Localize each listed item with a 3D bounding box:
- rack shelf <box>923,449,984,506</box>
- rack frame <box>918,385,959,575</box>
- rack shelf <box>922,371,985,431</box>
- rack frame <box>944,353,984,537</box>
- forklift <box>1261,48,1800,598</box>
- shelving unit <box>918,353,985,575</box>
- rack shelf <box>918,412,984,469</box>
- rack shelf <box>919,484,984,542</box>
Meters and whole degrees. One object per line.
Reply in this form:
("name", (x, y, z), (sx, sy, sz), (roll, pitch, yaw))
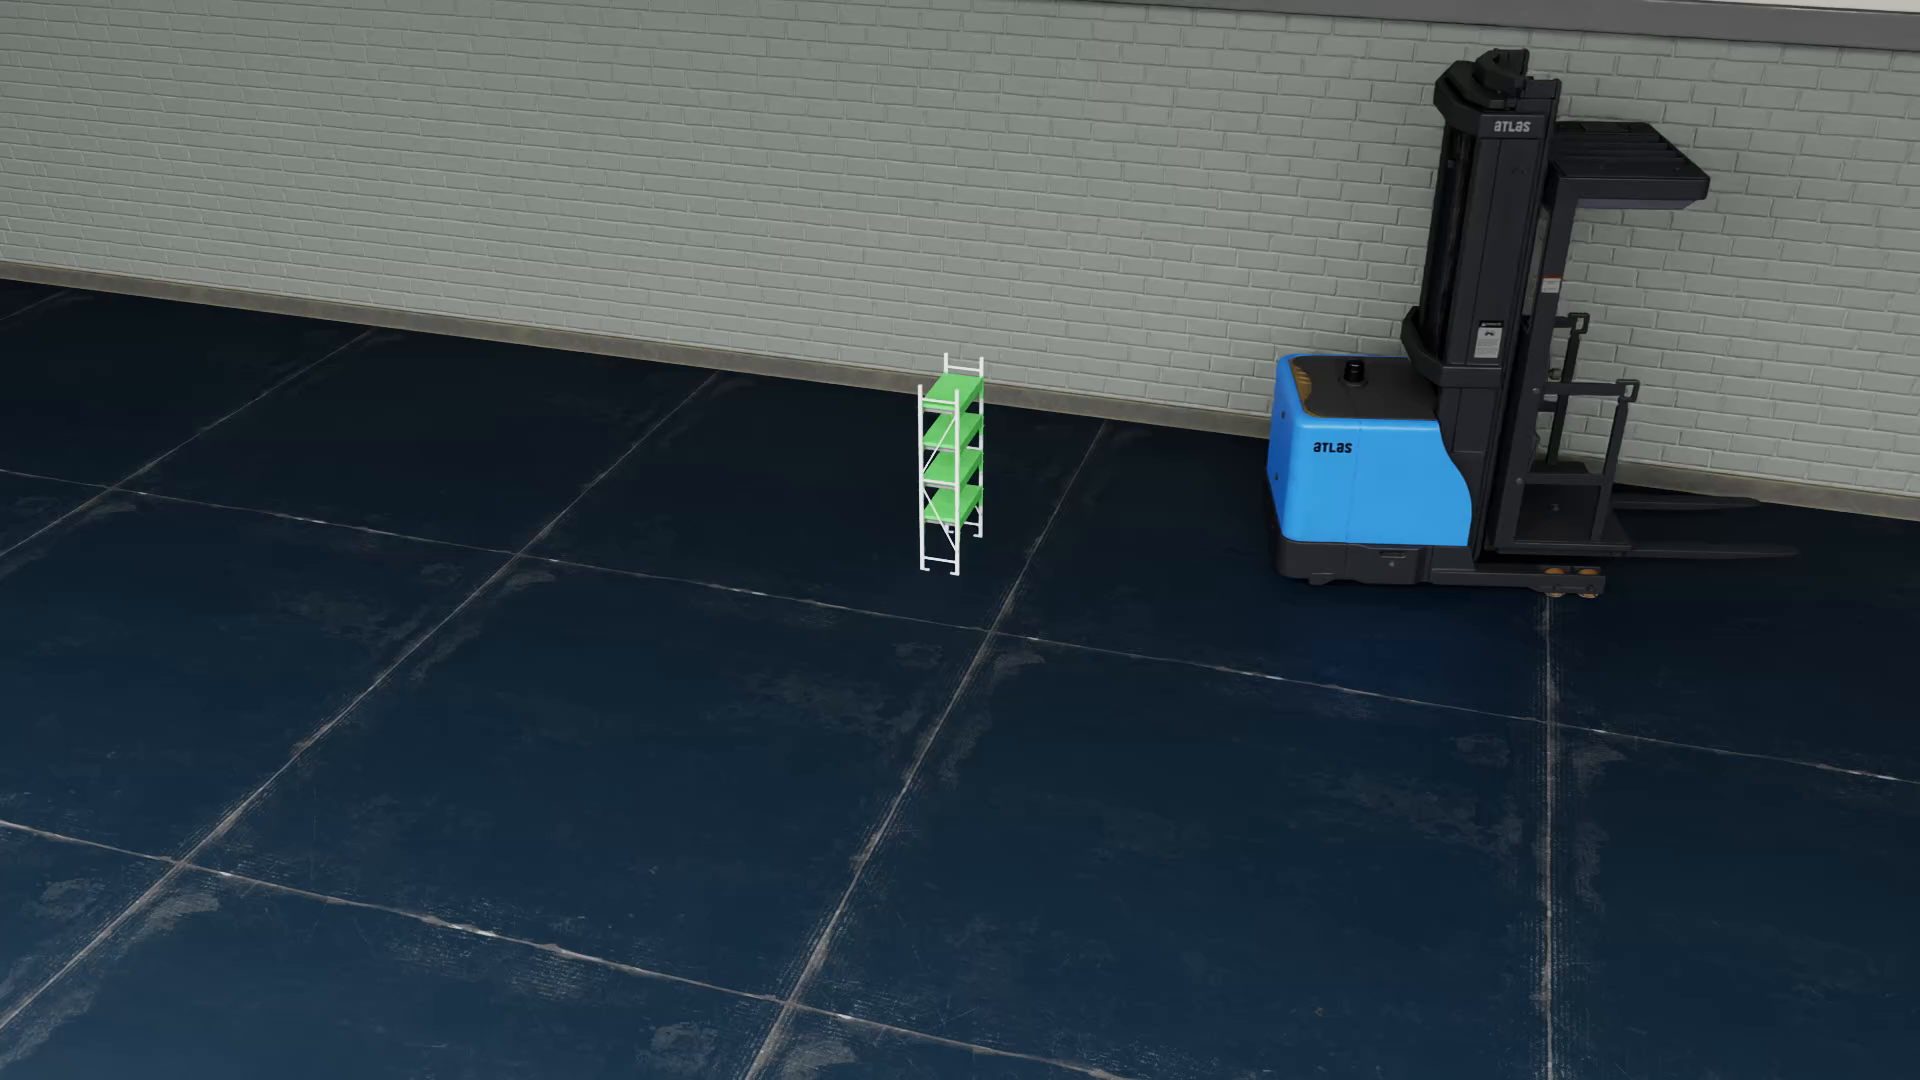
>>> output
("rack shelf", (-0.049, -0.392, 9.886), (0.258, 0.148, 0.480), (8, 30, 15))
("rack frame", (-0.120, -0.334, 9.651), (0.240, 1.200, 0.015), (8, 30, 15))
("rack shelf", (-0.049, -0.811, 9.653), (0.258, 0.148, 0.480), (8, 30, 15))
("rack frame", (0.023, -0.561, 10.059), (0.240, 1.200, 0.015), (8, 30, 15))
("forklift", (3.402, -1.210, 9.446), (3.031, 2.935, 1.130), (2, 29, 3))
("shelving unit", (-0.049, -0.447, 9.855), (0.258, 1.200, 0.503), (8, 30, 15))
("rack shelf", (-0.049, -0.601, 9.770), (0.258, 0.148, 0.480), (8, 30, 15))
("rack shelf", (-0.049, -0.182, 10.003), (0.258, 0.148, 0.480), (8, 30, 15))
